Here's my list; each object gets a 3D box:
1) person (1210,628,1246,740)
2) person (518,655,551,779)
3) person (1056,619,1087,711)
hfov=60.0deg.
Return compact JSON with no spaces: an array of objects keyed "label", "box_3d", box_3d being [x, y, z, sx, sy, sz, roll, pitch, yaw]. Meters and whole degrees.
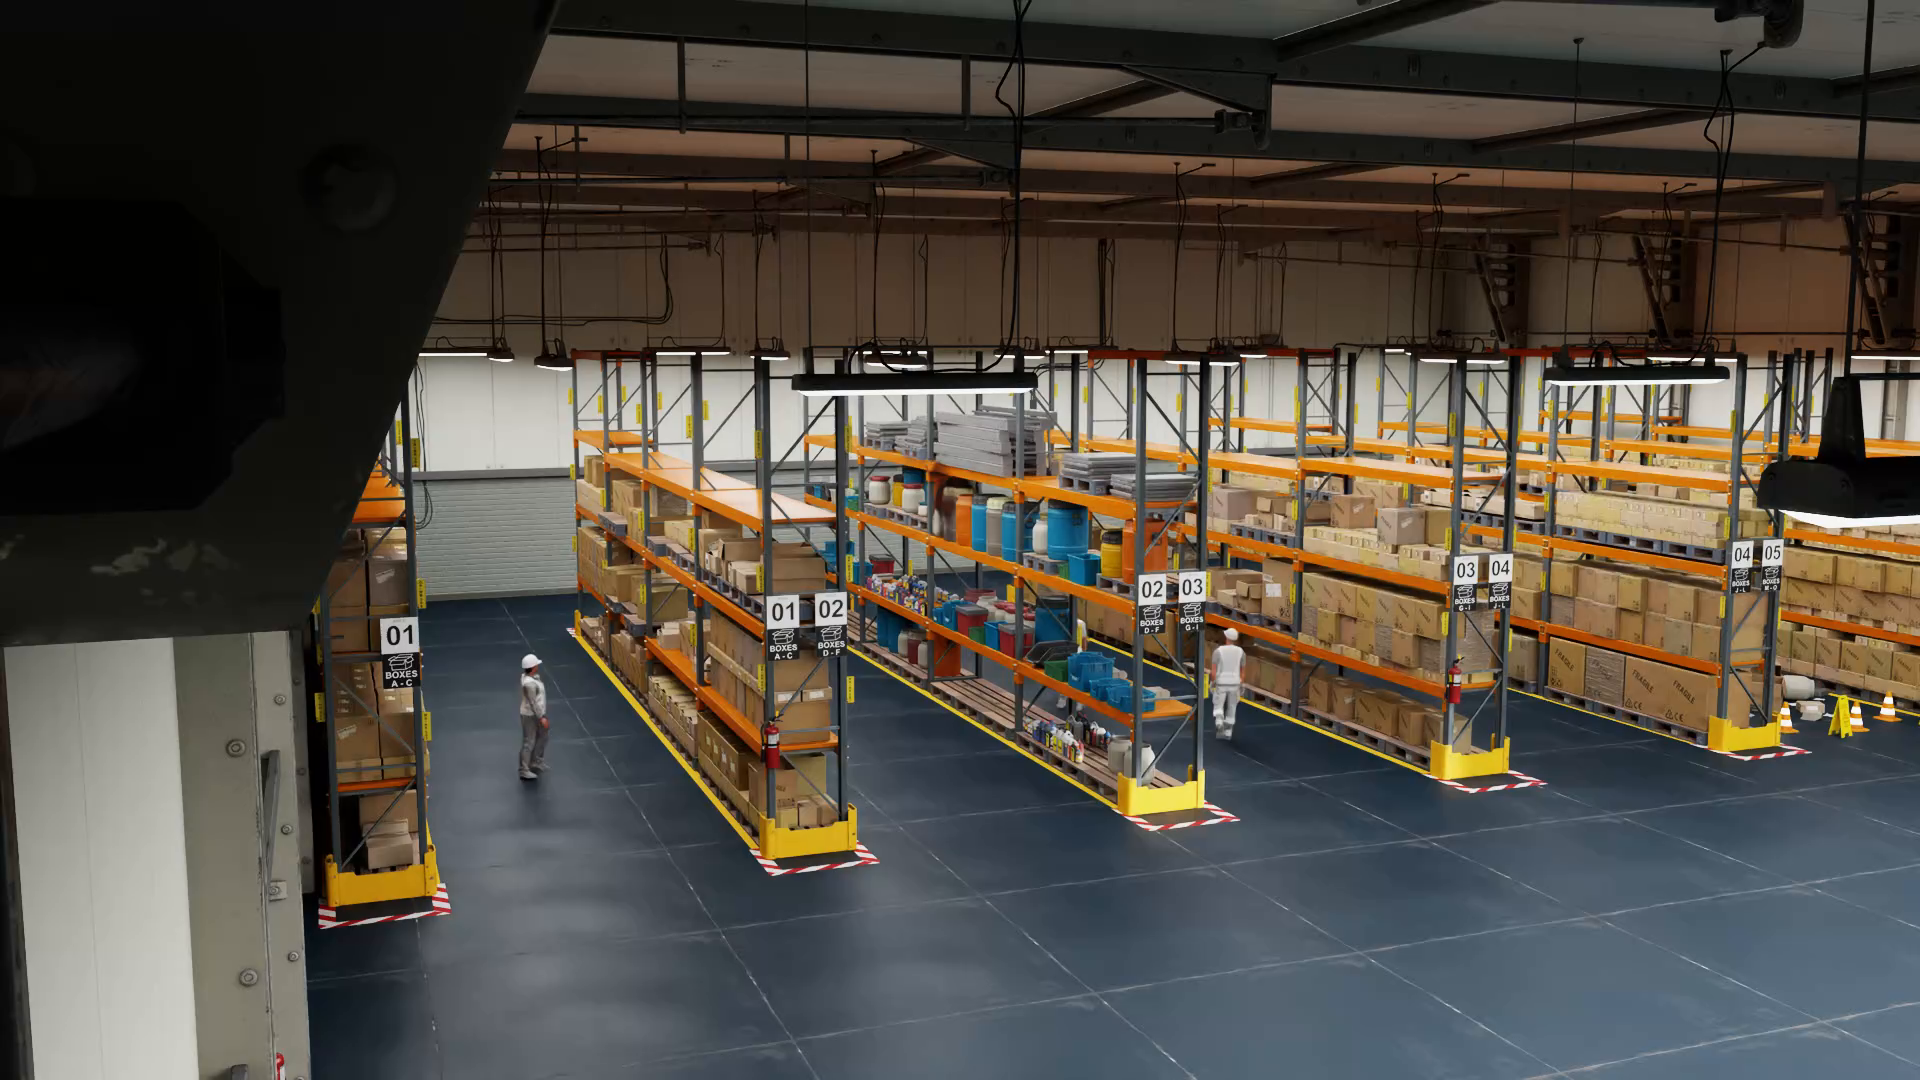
[{"label":"person","box_3d":[4.152,2.244,25.767,0.537,1.776,0.707,2,7,14]},{"label":"person","box_3d":[-6.099,2.516,23.873,0.485,1.801,0.681,-1,7,-5]},{"label":"person","box_3d":[1.840,1.948,27.950,0.627,1.782,0.404,6,9,41]}]
